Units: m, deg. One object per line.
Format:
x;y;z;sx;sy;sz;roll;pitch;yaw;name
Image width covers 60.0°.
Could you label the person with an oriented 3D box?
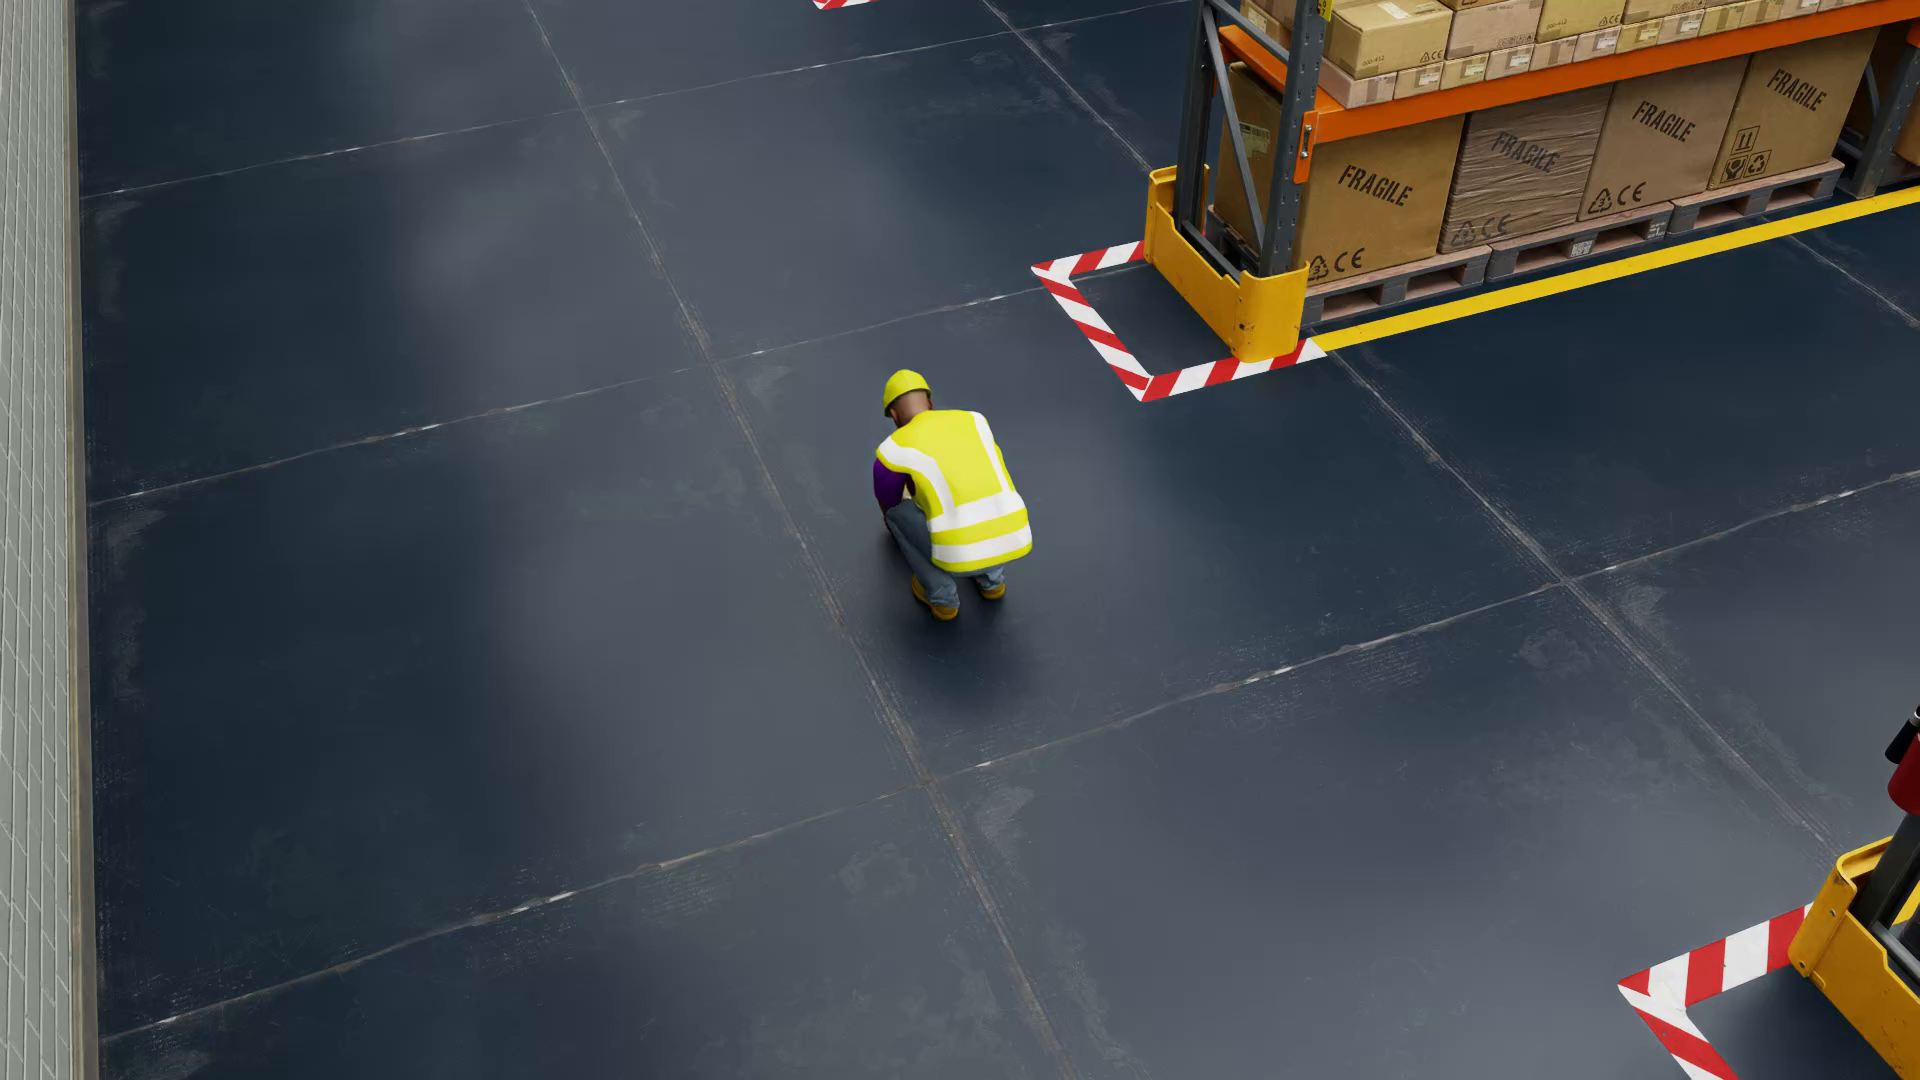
-0.071;-0.162;7.038;0.549;0.895;0.900;-15;44;-17;person
